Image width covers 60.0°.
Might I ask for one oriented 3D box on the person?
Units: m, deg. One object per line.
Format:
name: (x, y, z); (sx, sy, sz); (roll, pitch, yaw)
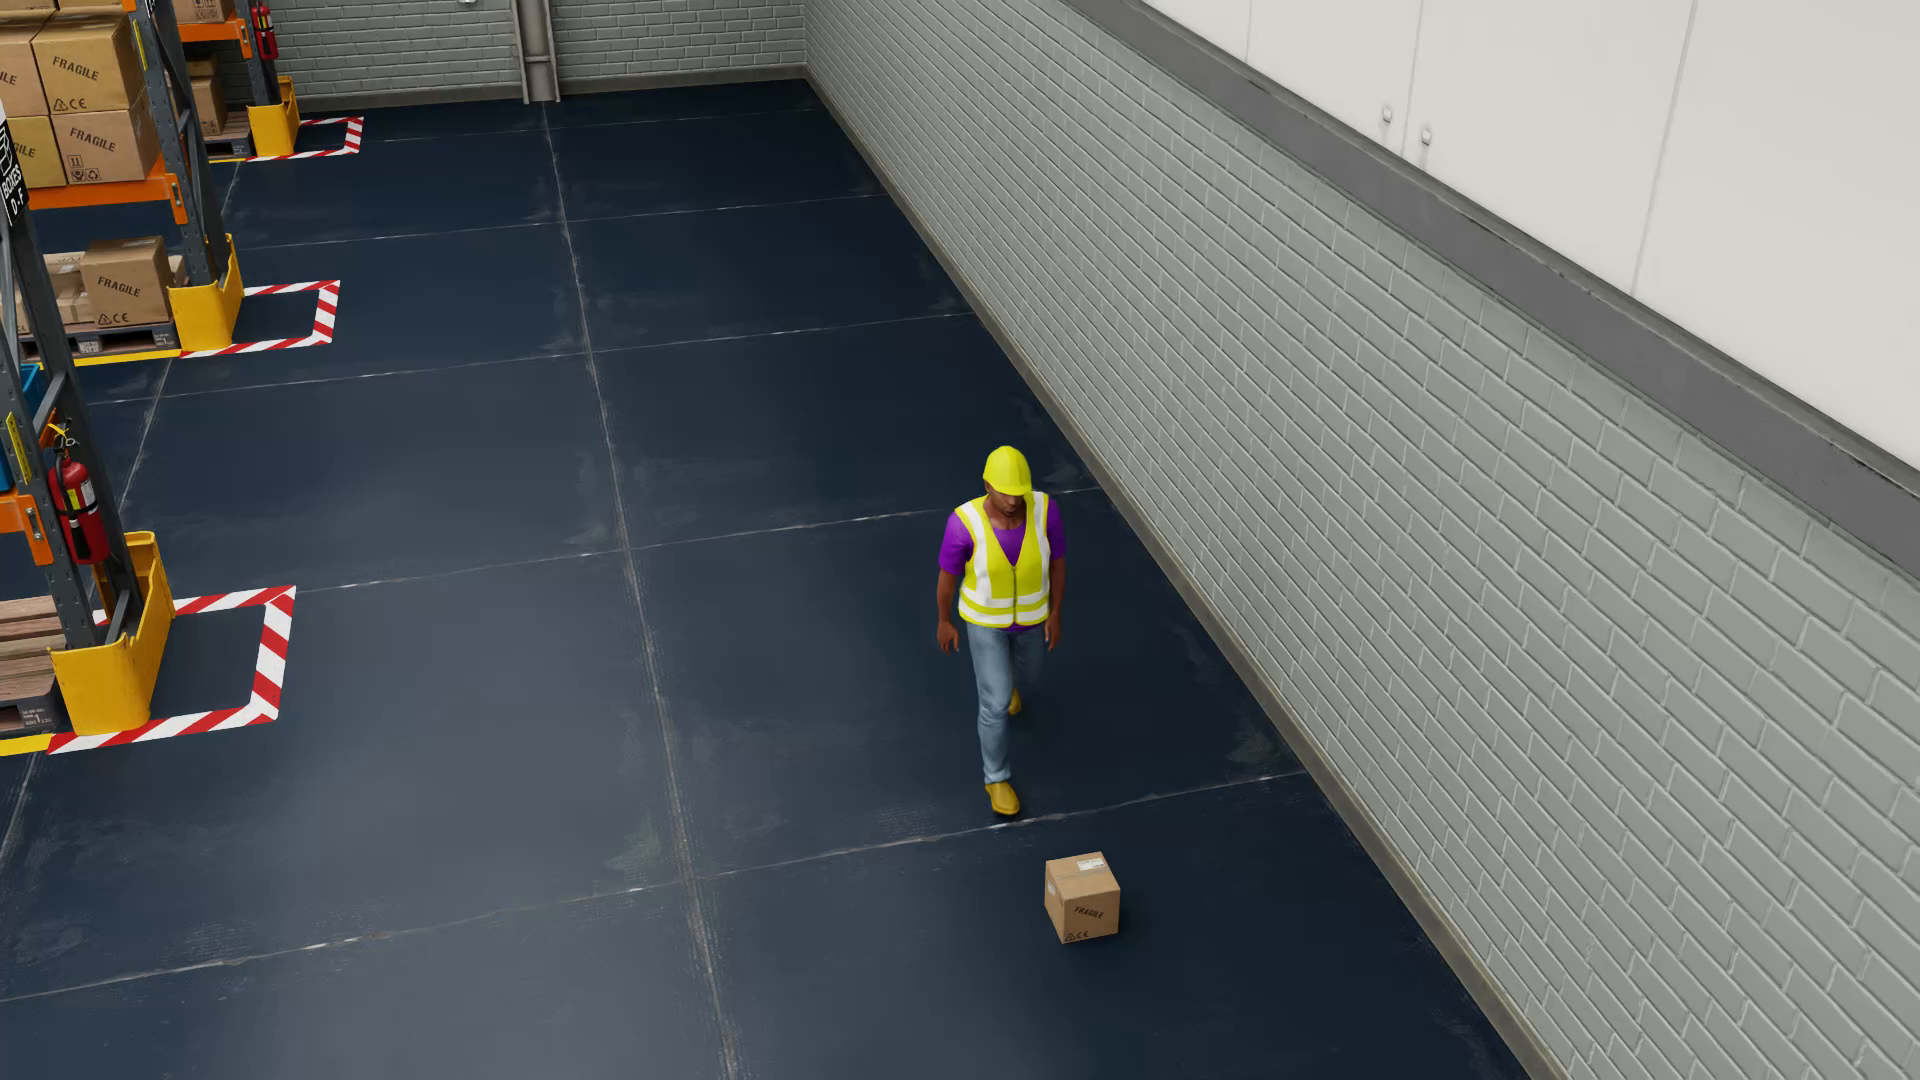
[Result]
person: (0.184, 0.317, 7.682); (0.589, 1.733, 0.963); (-9, 31, -16)
